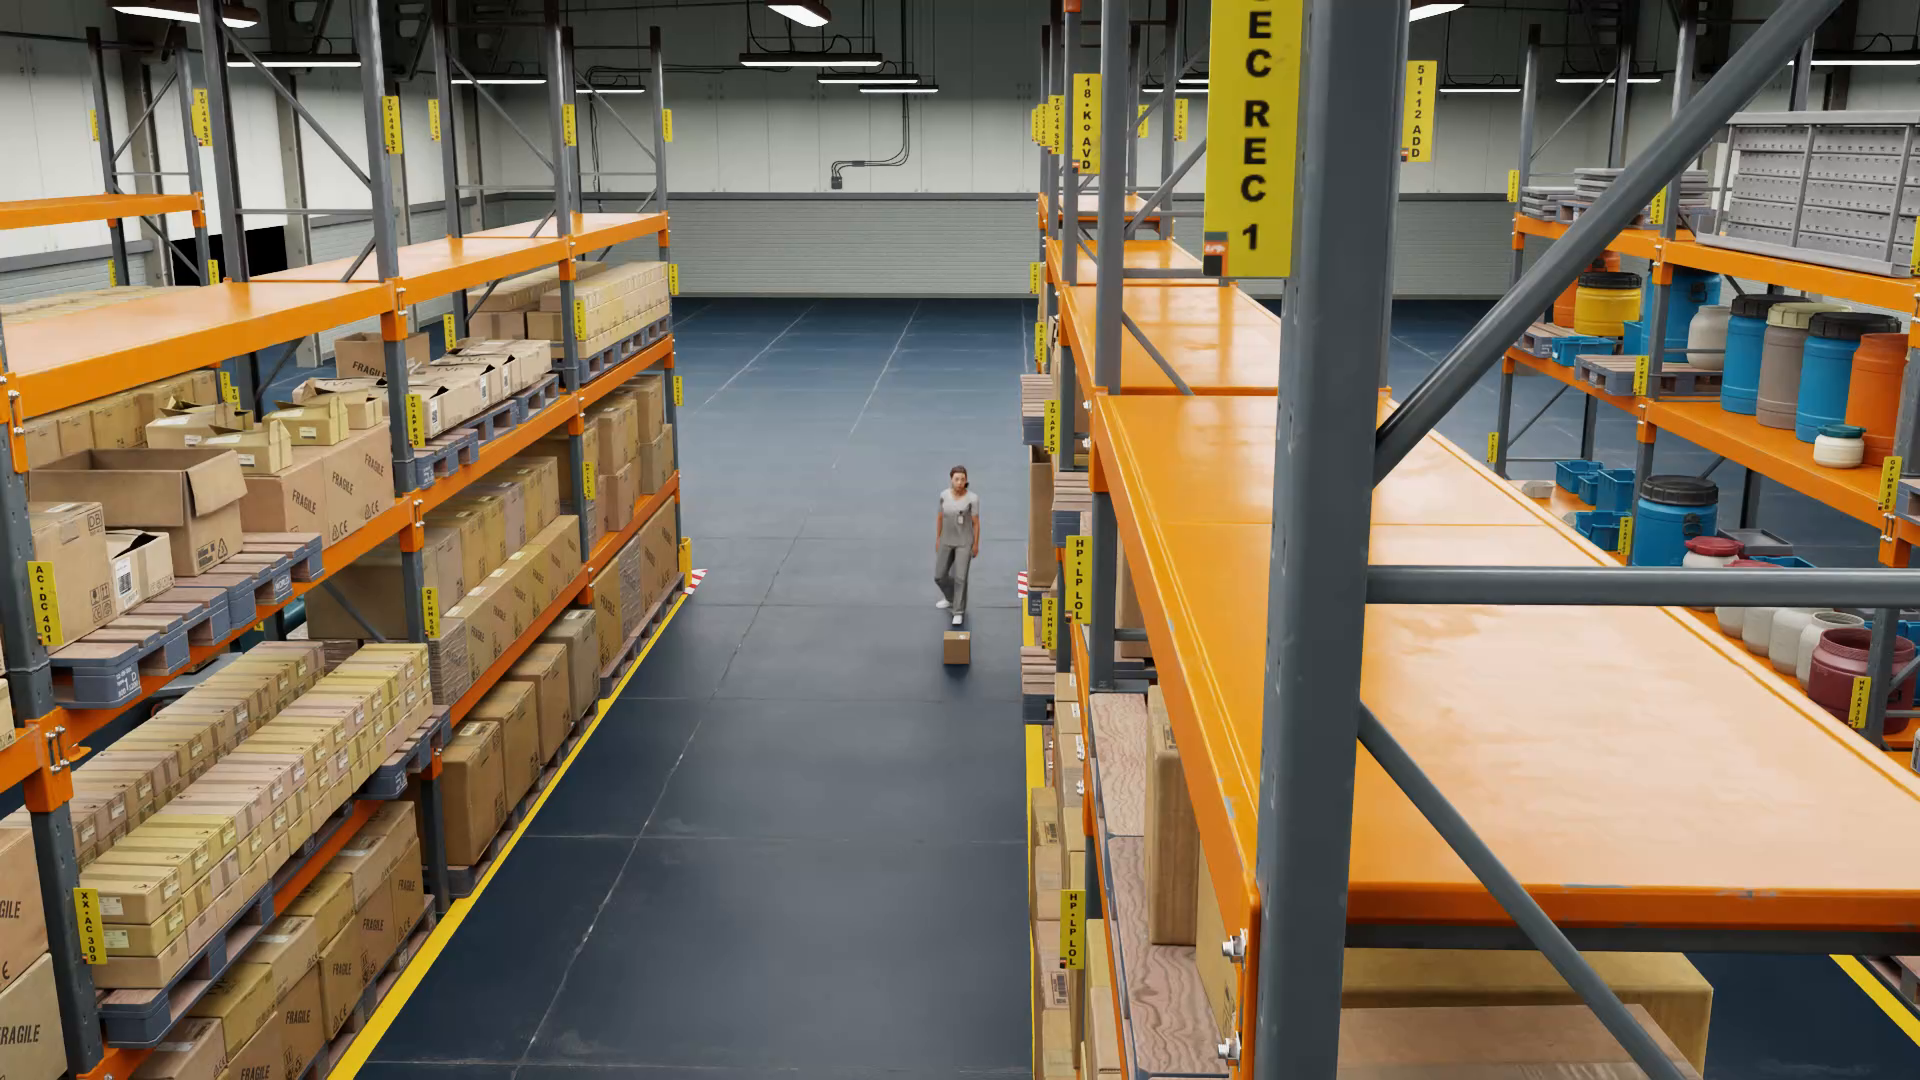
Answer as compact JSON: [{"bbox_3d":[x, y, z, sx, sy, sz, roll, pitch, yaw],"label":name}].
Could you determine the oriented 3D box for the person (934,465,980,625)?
[{"bbox_3d":[-0.026,0.023,17.151,0.516,1.667,0.528,4,15,16],"label":"person"}]
